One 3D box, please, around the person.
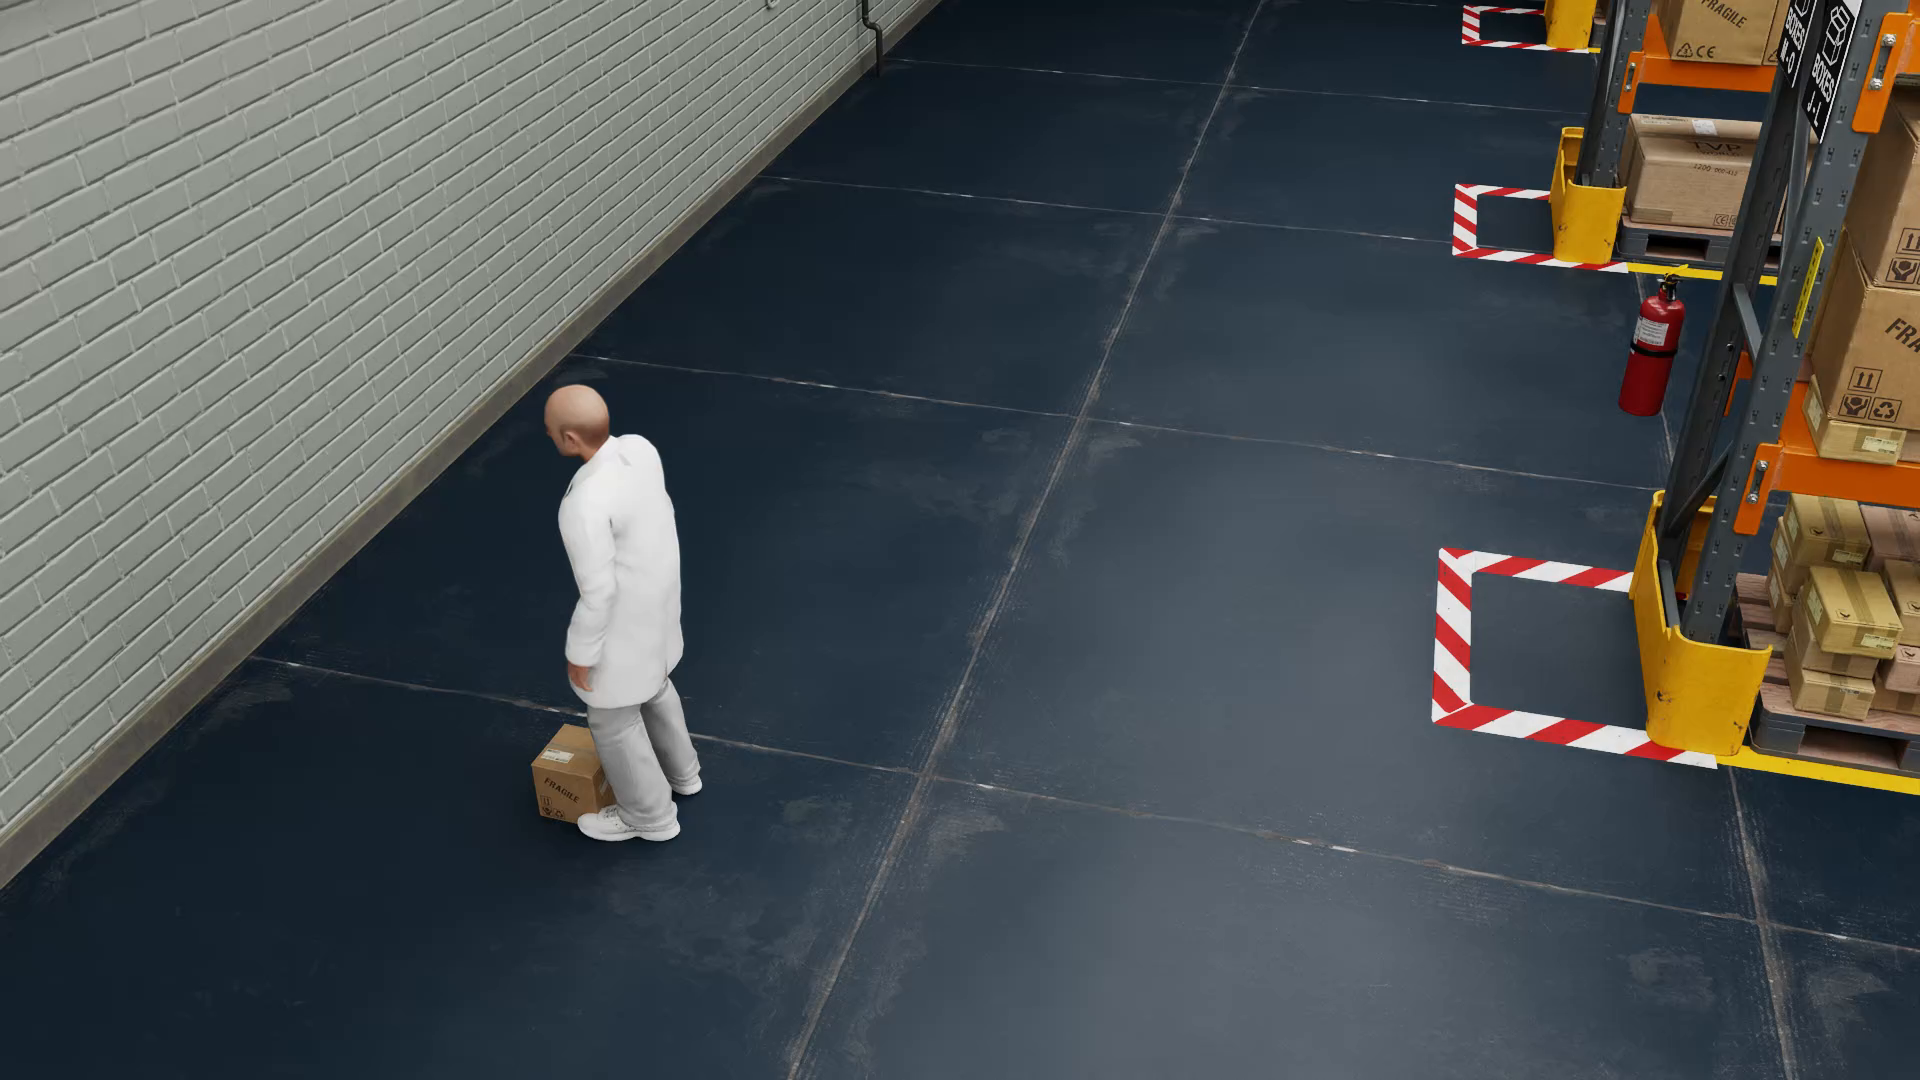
[{"bbox_3d":[-1.168,0.277,5.746,0.421,1.742,0.642,8,33,12],"label":"person"}]
